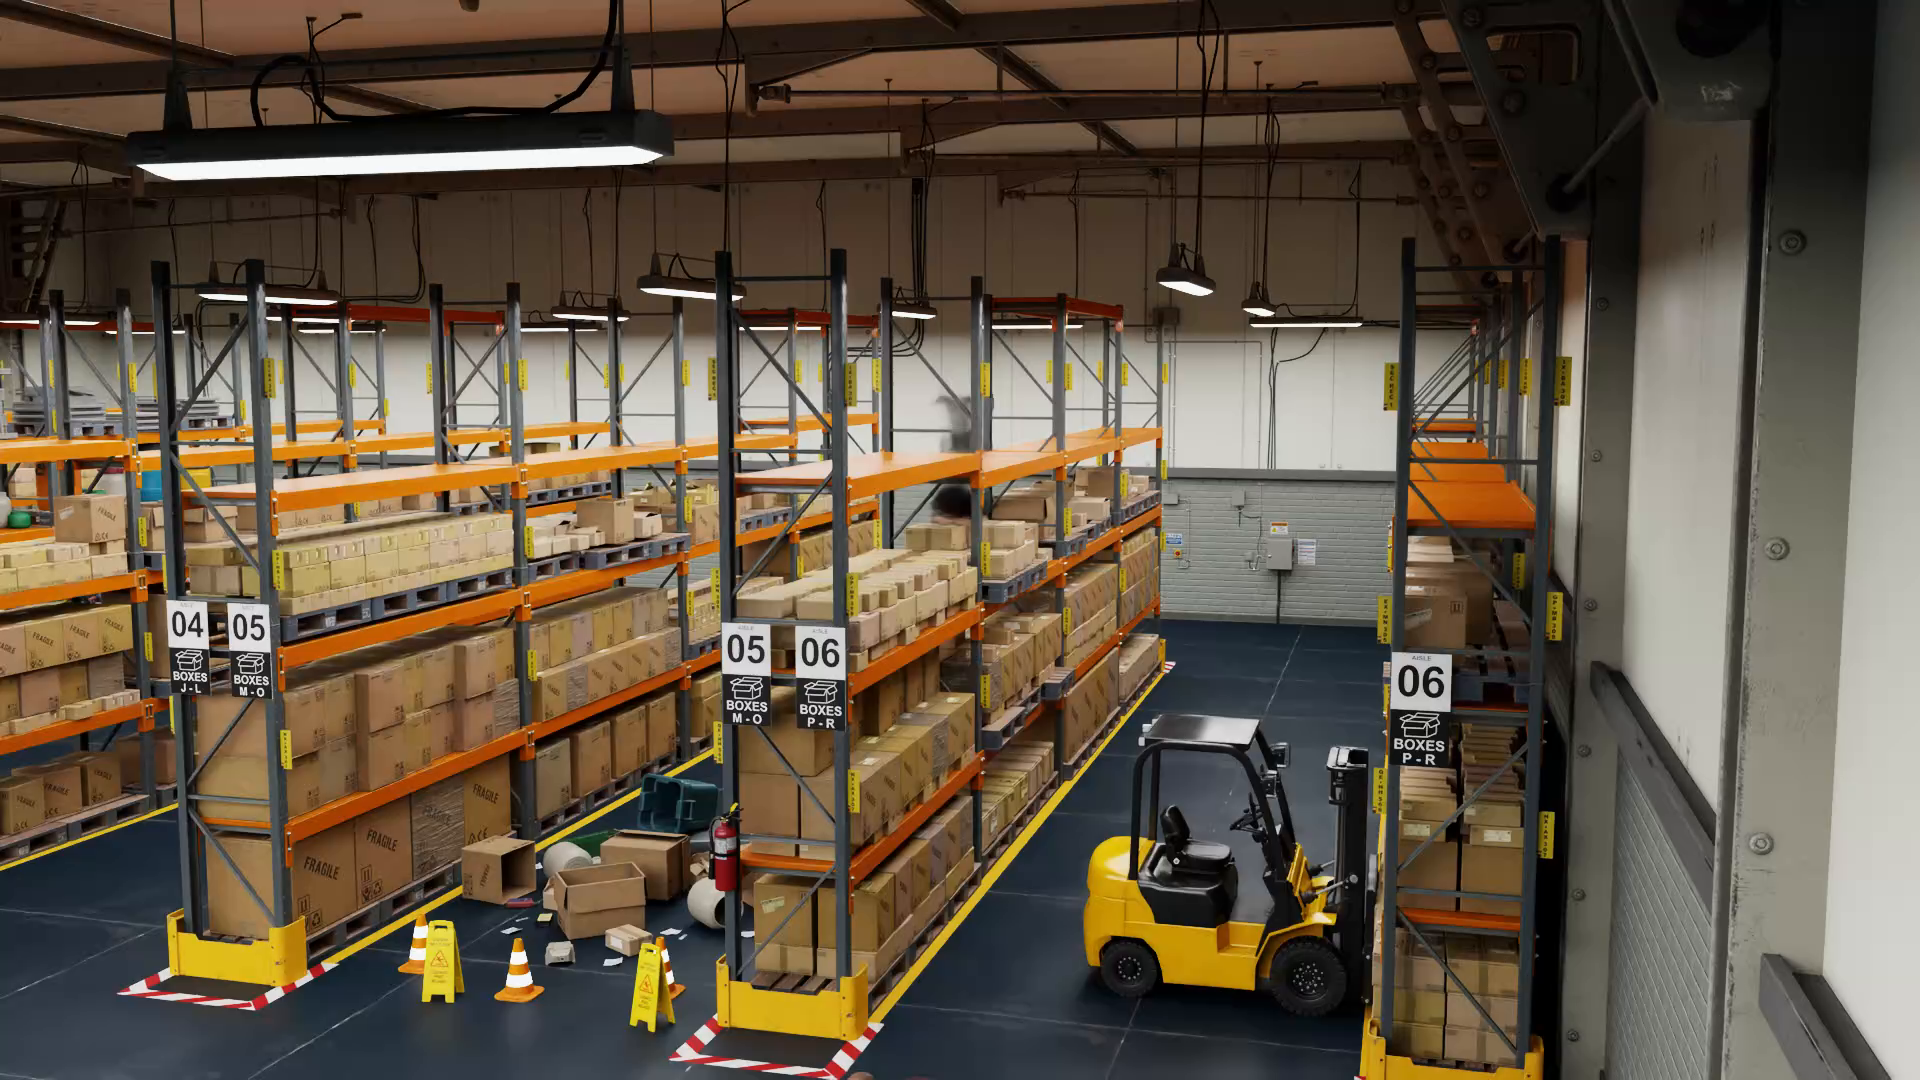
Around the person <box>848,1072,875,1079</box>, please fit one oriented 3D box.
[{"bbox_3d":[-0.454,3.464,8.763,0.707,1.697,1.007,0,6,3],"label":"person"}]
